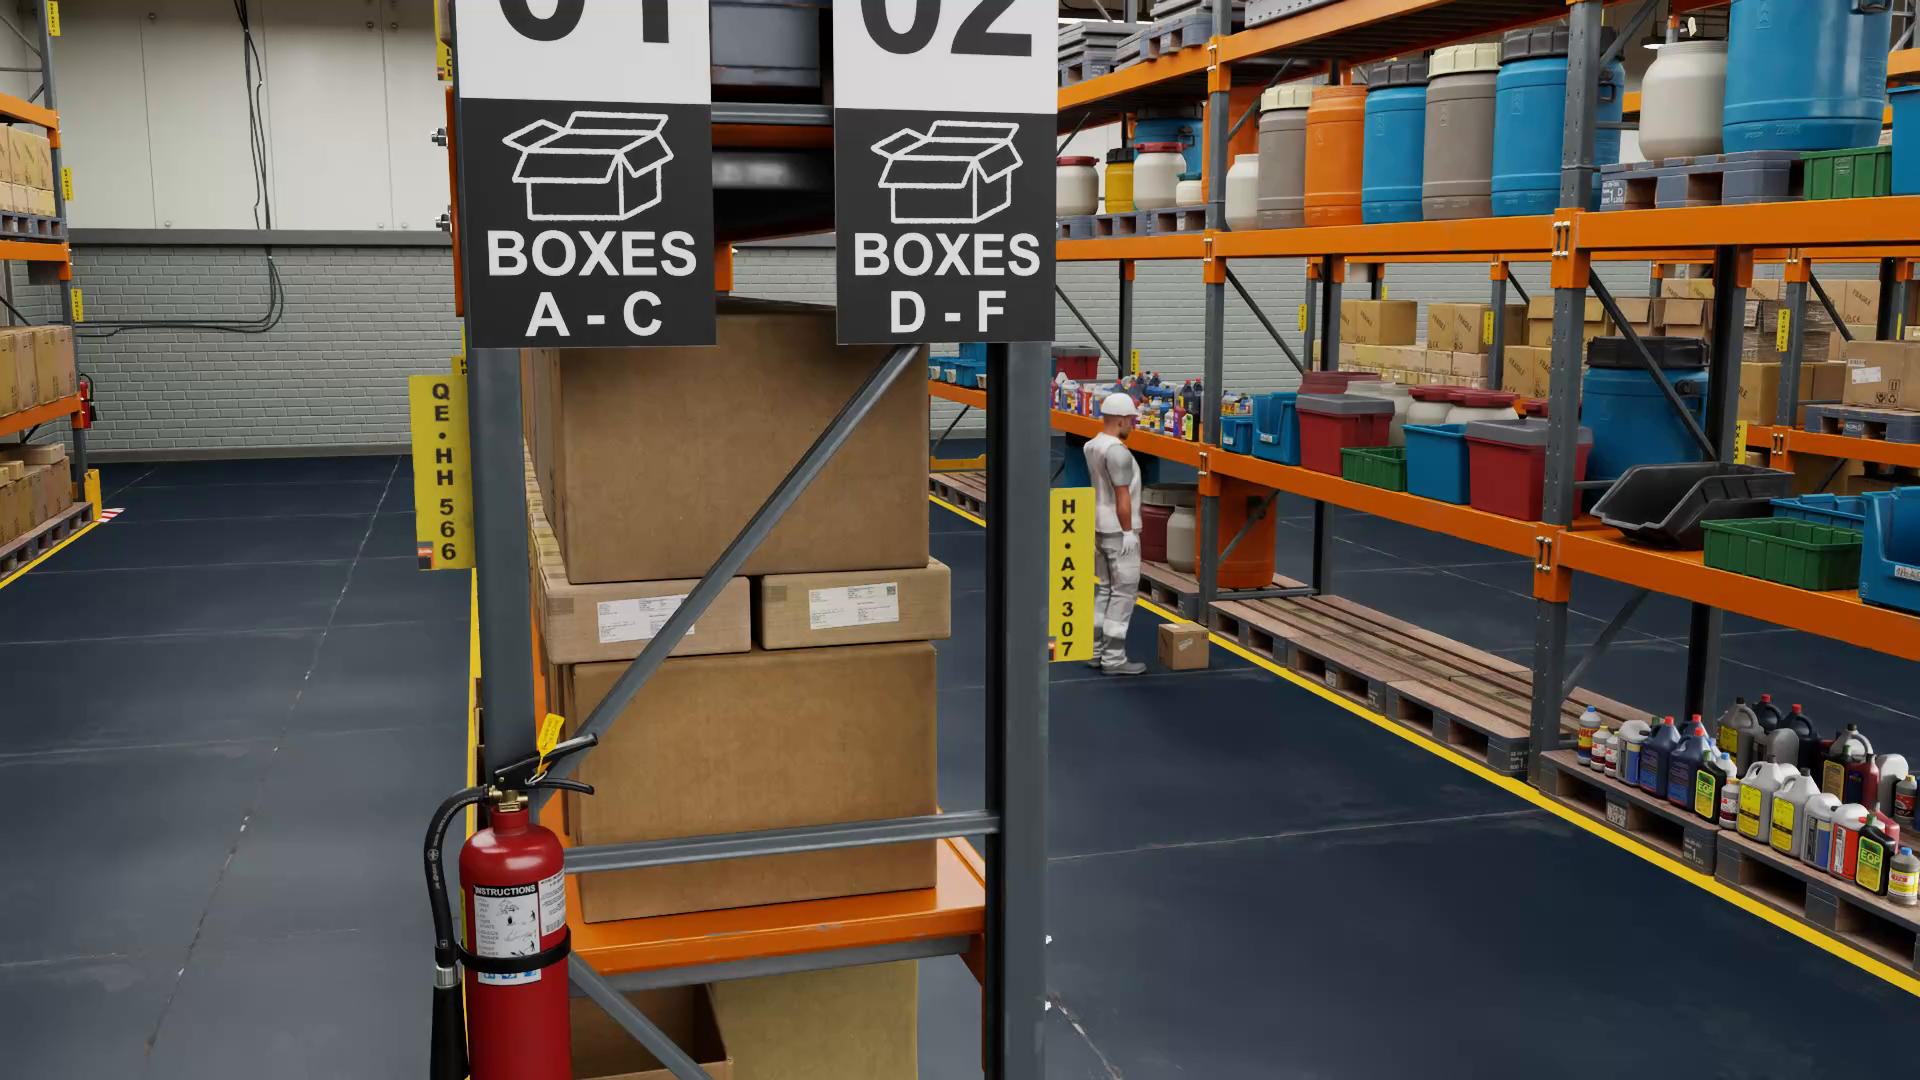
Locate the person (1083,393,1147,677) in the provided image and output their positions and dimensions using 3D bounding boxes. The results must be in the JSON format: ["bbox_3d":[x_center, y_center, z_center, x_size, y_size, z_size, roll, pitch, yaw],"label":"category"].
[{"bbox_3d":[0.989,-0.041,10.596,0.351,1.783,0.528,-2,9,-15],"label":"person"}]
